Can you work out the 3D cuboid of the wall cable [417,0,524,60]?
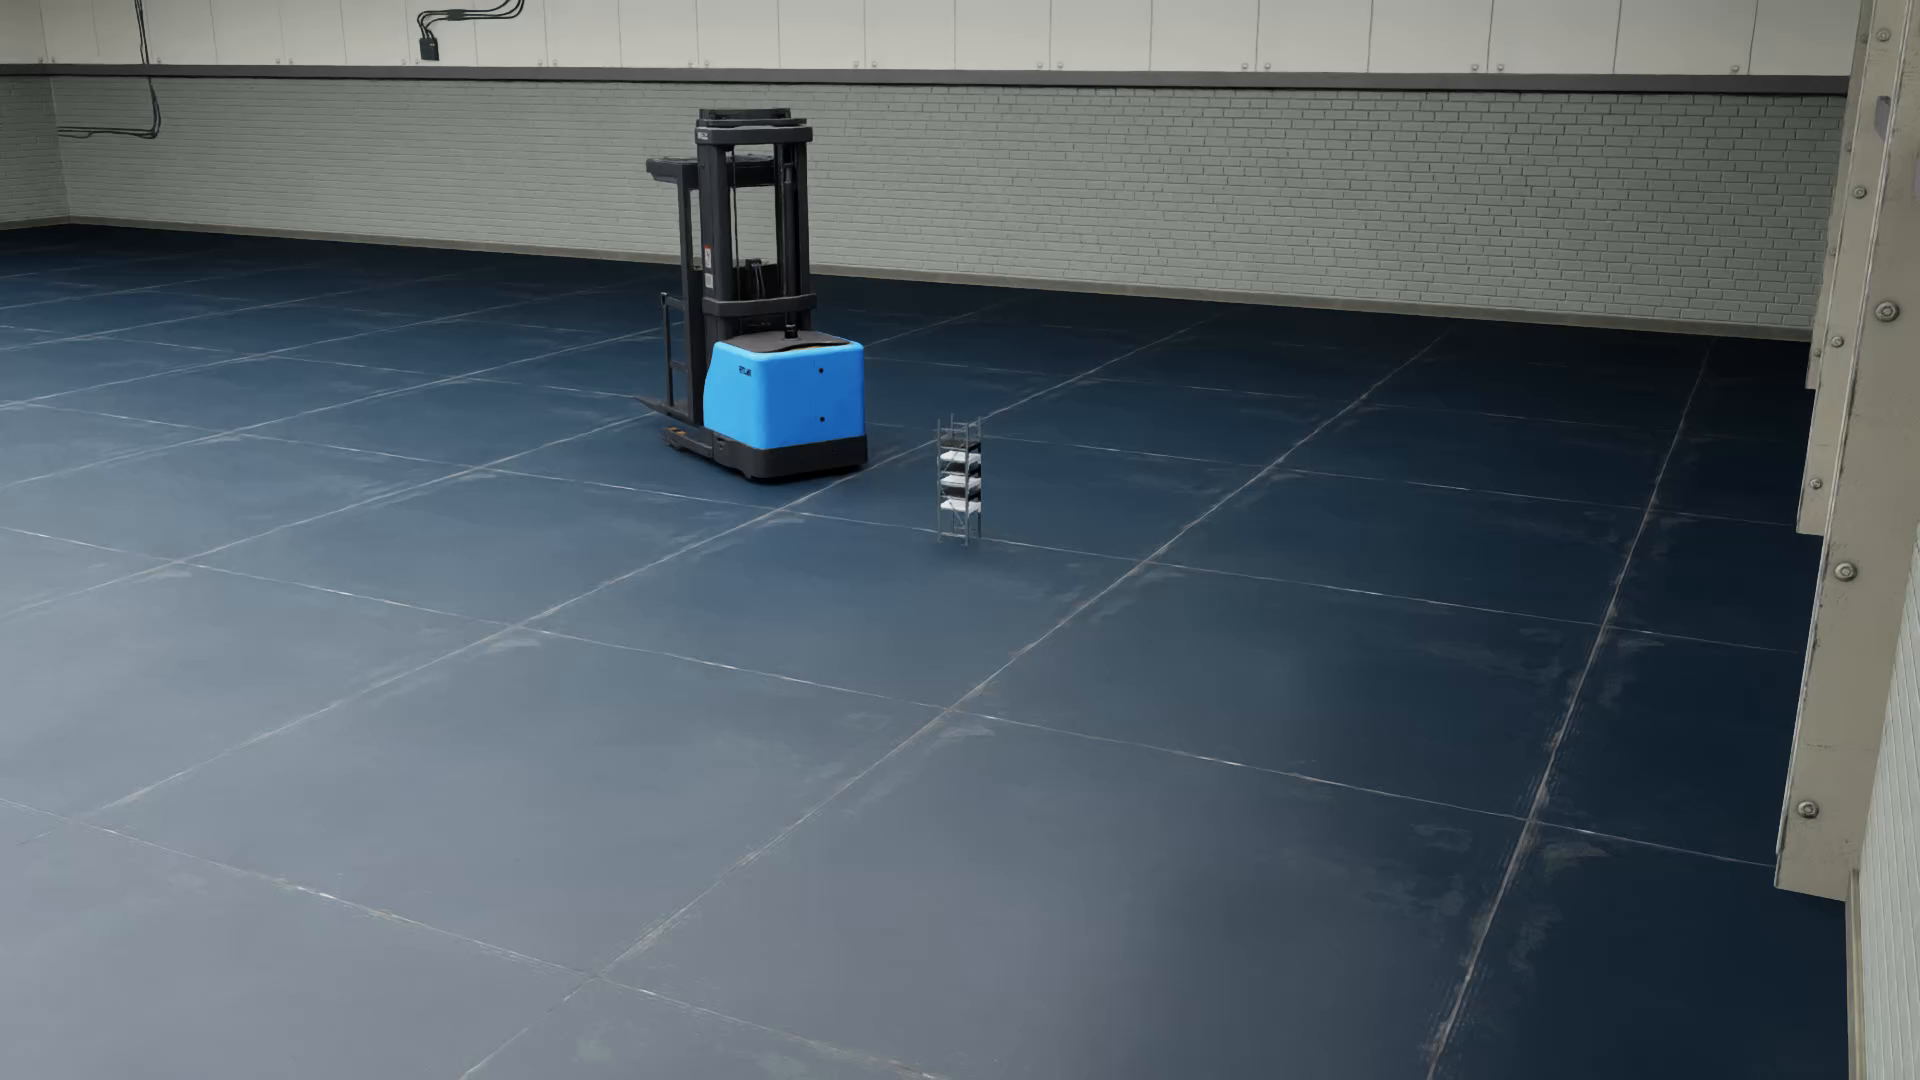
[{"bbox_3d":[-8.152,-10.935,27.062,2.305,6.003,0.169,8,18,25],"label":"wall cable"}]

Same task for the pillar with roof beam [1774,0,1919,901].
[{"bbox_3d":[-0.170,-3.418,7.726,9.100,9.000,0.400,8,18,25],"label":"pillar with roof beam"}]

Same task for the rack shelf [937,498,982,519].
[{"bbox_3d":[-0.004,-0.225,11.950,0.258,0.077,0.200,8,18,25],"label":"rack shelf"}]

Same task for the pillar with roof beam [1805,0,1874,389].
[{"bbox_3d":[5.192,-6.474,18.017,9.100,9.000,0.400,8,18,25],"label":"pillar with roof beam"}]

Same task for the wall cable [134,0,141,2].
[{"bbox_3d":[-14.217,-11.105,30.190,3.097,2.526,0.112,8,18,25],"label":"wall cable"}]

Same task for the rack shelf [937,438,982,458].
[{"bbox_3d":[-0.004,-0.656,11.822,0.258,0.077,0.200,8,18,25],"label":"rack shelf"}]

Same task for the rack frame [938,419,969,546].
[{"bbox_3d":[-0.049,-0.403,11.802,0.240,0.900,0.006,8,18,25],"label":"rack frame"}]

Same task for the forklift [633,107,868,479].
[{"bbox_3d":[-2.010,-2.266,14.505,1.130,2.935,3.031,-11,20,-32],"label":"forklift"}]

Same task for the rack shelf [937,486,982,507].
[{"bbox_3d":[-0.004,-0.311,11.924,0.258,0.077,0.200,8,18,25],"label":"rack shelf"}]

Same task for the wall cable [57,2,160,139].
[{"bbox_3d":[-16.638,-9.028,32.068,3.097,2.526,0.112,8,18,25],"label":"wall cable"}]

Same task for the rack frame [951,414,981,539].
[{"bbox_3d":[0.042,-0.455,11.976,0.240,0.900,0.006,8,18,25],"label":"rack frame"}]

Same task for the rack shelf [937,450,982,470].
[{"bbox_3d":[-0.004,-0.570,11.848,0.258,0.077,0.200,8,18,25],"label":"rack shelf"}]

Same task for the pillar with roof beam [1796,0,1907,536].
[{"bbox_3d":[2.511,-4.946,12.872,9.100,9.000,0.400,8,18,25],"label":"pillar with roof beam"}]

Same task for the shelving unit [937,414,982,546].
[{"bbox_3d":[-0.004,-0.429,11.889,0.258,0.900,0.210,8,18,25],"label":"shelving unit"}]

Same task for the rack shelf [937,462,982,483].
[{"bbox_3d":[-0.004,-0.484,11.873,0.258,0.077,0.200,8,18,25],"label":"rack shelf"}]

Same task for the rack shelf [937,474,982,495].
[{"bbox_3d":[-0.004,-0.397,11.899,0.258,0.077,0.200,8,18,25],"label":"rack shelf"}]
